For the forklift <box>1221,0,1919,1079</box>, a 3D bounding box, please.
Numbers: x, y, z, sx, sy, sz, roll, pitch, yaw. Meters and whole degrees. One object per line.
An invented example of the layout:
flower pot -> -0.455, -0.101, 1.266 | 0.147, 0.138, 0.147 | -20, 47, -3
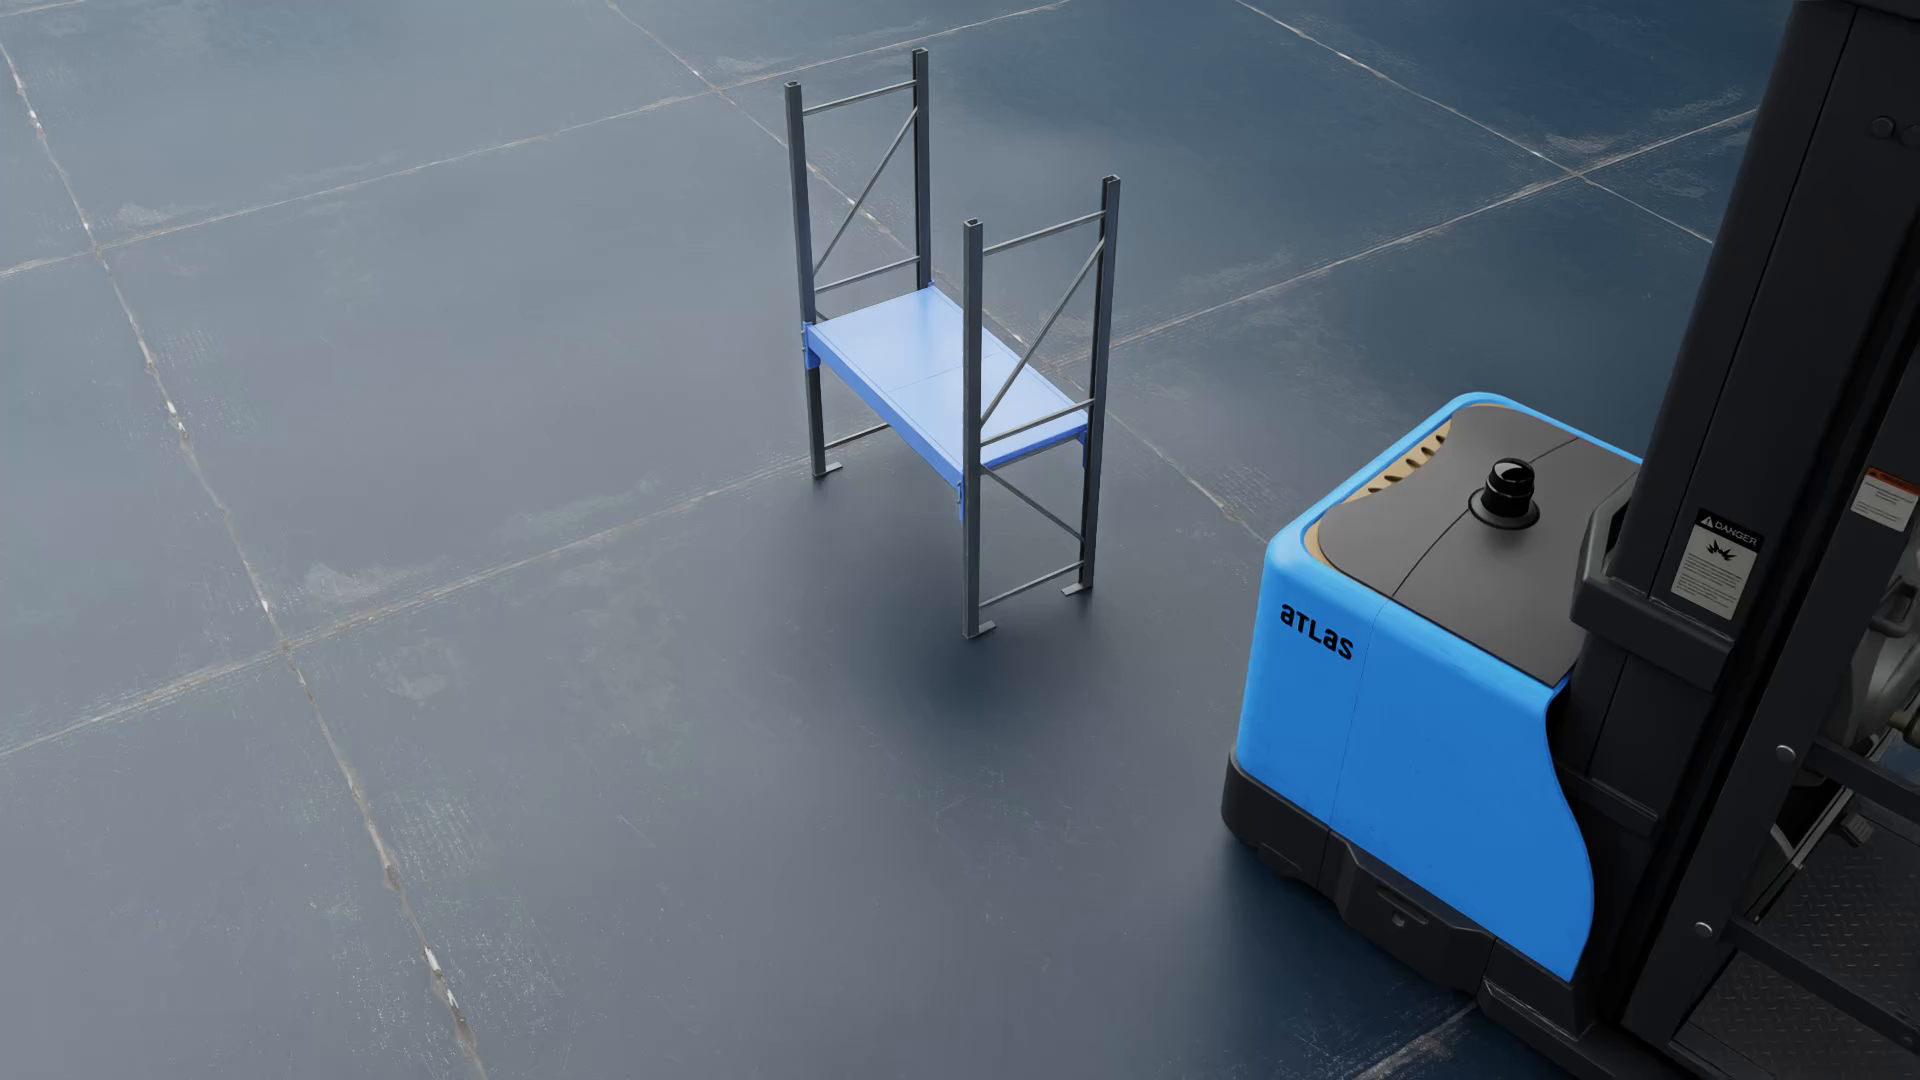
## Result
forklift -> 2.142, 0.146, 3.285 | 3.031, 2.935, 1.130 | 32, 49, 33

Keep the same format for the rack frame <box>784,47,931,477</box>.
rack frame -> -0.319, -0.897, 5.654 | 0.500, 1.500, 0.032 | -22, 45, -24

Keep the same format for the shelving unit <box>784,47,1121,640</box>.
shelving unit -> -0.046, -0.622, 5.325 | 0.538, 1.500, 1.048 | -22, 45, -24

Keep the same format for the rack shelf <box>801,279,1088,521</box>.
rack shelf -> -0.046, -0.484, 5.440 | 0.538, 0.185, 1.000 | -22, 45, -24

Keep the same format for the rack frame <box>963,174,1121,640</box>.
rack frame -> 0.227, -0.348, 4.996 | 0.500, 1.500, 0.032 | -22, 45, -24
